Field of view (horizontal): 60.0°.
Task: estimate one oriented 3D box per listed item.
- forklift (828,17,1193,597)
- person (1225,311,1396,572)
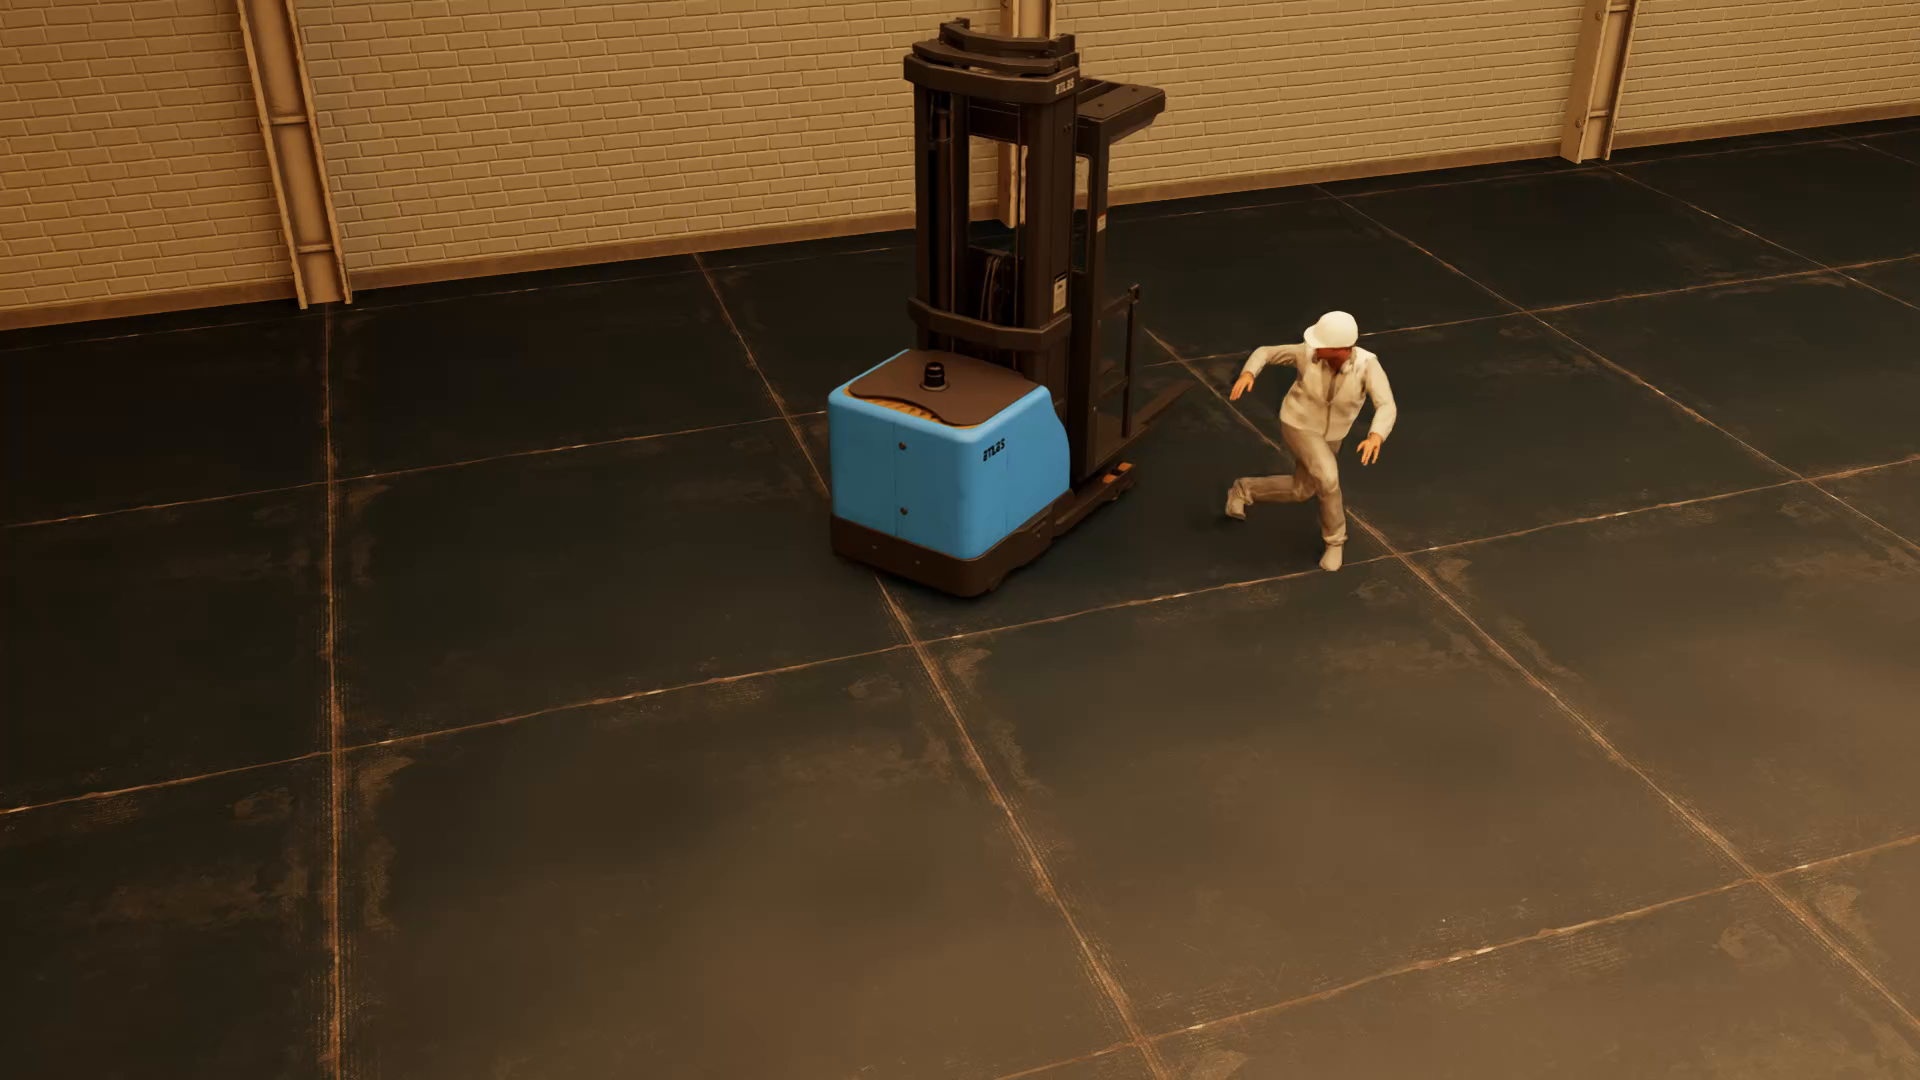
[{"bbox_3d":[0.485,-1.638,9.934,1.130,2.935,3.031,19,35,29],"label":"forklift"},{"bbox_3d":[1.958,-0.583,9.527,0.867,1.551,1.100,-5,30,-9],"label":"person"}]
